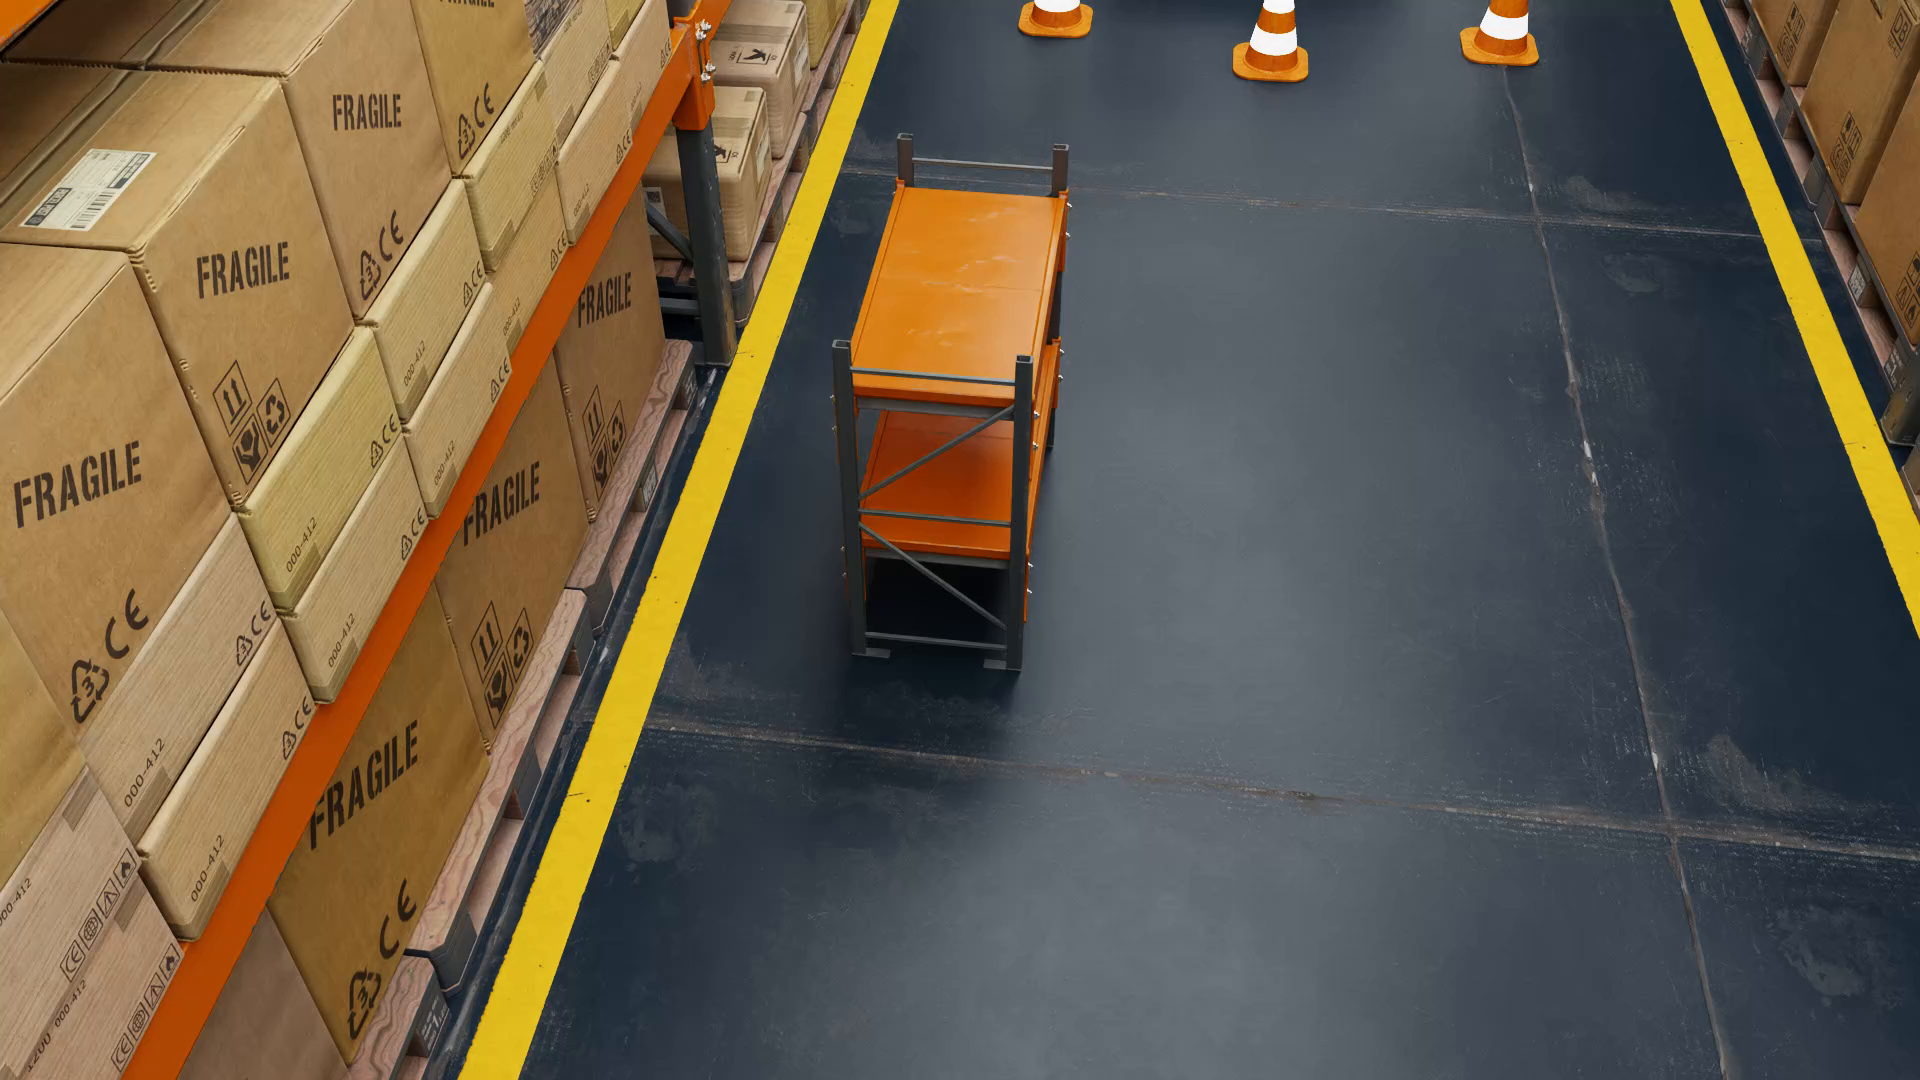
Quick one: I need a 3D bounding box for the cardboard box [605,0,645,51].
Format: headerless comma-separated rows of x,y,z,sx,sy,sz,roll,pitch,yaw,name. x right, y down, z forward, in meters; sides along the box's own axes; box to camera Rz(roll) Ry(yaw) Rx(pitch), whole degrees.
-1.114,-1.555,4.456,0.500,0.250,0.500,5,44,5,cardboard box

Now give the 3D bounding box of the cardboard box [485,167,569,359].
-1.246,-0.667,3.882,0.500,0.250,0.500,5,44,5,cardboard box

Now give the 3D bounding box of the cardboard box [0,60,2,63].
-1.873,-0.479,2.774,0.500,0.500,0.500,6,44,7,cardboard box

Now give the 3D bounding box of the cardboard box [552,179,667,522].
-1.475,-0.699,5.047,0.875,0.875,0.875,5,44,5,cardboard box

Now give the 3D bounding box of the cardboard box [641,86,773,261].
-1.217,-1.364,6.115,0.950,0.372,0.625,3,43,3,cardboard box

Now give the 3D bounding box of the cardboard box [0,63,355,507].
-1.379,-0.419,2.711,0.500,0.500,0.500,4,44,4,cardboard box

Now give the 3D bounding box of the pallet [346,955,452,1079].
-1.803,1.425,3.592,1.003,0.211,1.213,5,44,6,pallet

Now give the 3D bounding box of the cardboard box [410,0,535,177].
-1.243,-1.116,3.447,0.500,0.500,0.500,5,44,6,cardboard box

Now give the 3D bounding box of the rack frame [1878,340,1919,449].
3.618,-1.400,4.547,1.000,3.000,0.127,5,44,6,rack frame

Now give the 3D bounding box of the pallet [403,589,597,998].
-1.644,0.591,4.473,1.003,0.211,1.213,5,44,6,pallet

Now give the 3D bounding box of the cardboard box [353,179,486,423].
-1.294,-0.501,3.343,0.500,0.250,0.500,4,44,4,cardboard box

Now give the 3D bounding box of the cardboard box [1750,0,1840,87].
4.023,-2.374,6.906,1.050,0.750,0.750,5,44,6,cardboard box

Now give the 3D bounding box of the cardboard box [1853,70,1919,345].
3.788,-1.143,5.606,1.050,0.750,0.750,5,44,5,cardboard box

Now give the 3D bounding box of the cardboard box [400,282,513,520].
-1.285,-0.317,3.512,0.500,0.250,0.500,5,44,5,cardboard box

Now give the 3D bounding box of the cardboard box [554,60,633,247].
-1.163,-1.009,4.243,0.500,0.250,0.500,6,44,6,cardboard box

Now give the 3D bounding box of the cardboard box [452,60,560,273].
-1.225,-0.855,3.717,0.500,0.250,0.500,4,44,4,cardboard box

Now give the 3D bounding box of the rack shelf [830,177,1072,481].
-0.001,-0.616,4.657,0.538,0.278,1.000,5,44,6,rack shelf

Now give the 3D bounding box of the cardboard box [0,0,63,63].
-1.819,-0.833,3.148,0.500,0.500,0.500,6,44,6,cardboard box

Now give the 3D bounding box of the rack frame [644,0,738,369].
-1.302,-1.781,4.950,1.000,3.000,0.127,5,44,6,rack frame

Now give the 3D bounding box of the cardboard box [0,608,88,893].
-1.487,0.272,1.982,0.500,0.500,0.500,6,44,6,cardboard box

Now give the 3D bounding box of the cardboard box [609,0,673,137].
-1.111,-1.359,4.612,0.500,0.250,0.500,4,44,4,cardboard box

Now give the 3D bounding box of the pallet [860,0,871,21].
-0.874,-2.964,8.227,1.003,0.211,1.213,5,44,6,pallet

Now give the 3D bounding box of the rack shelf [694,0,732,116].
-1.037,-2.883,6.637,1.077,0.370,4.000,5,44,6,rack shelf

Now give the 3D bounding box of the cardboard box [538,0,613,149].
-1.178,-1.206,4.087,0.500,0.250,0.500,4,44,4,cardboard box

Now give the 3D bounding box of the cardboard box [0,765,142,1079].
-1.493,0.543,2.240,0.500,0.250,0.500,4,44,4,cardboard box

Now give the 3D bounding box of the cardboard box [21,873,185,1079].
-1.511,0.723,2.414,0.500,0.250,0.500,4,44,5,cardboard box

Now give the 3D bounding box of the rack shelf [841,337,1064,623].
-0.001,-0.226,5.027,0.538,0.278,1.000,5,44,6,rack shelf

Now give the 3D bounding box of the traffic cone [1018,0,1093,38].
0.451,-2.614,7.674,0.336,0.463,0.334,5,44,6,traffic cone

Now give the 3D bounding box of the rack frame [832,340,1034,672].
-0.068,-0.057,4.493,0.500,1.125,0.032,5,44,6,rack frame

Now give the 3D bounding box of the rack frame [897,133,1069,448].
0.066,-0.750,5.224,0.500,1.125,0.032,5,44,6,rack frame

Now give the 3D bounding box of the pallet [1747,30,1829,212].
3.961,-1.747,6.942,1.003,0.211,1.213,5,44,6,pallet

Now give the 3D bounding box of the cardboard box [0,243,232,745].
-1.447,-0.078,2.350,0.500,0.500,0.500,5,44,5,cardboard box

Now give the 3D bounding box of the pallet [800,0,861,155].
-1.033,-2.130,7.346,1.003,0.211,1.213,5,44,6,pallet

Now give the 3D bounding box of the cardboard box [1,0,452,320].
-1.317,-0.772,3.084,0.500,0.500,0.500,5,44,5,cardboard box

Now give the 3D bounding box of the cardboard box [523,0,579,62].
-1.170,-1.454,3.804,0.500,0.500,0.500,6,44,6,cardboard box

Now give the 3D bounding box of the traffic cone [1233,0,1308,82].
1.404,-2.325,7.369,0.336,0.463,0.334,5,44,6,traffic cone

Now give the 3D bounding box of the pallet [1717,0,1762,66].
4.120,-2.581,7.822,1.003,0.211,1.213,5,44,6,pallet

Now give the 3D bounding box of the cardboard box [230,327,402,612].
-1.358,-0.156,2.979,0.500,0.250,0.500,6,44,6,cardboard box

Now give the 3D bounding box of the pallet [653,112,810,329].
-1.197,-1.301,6.471,1.003,0.211,1.213,5,44,6,pallet

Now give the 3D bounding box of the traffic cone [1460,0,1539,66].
2.473,-2.429,7.478,0.336,0.463,0.334,5,44,6,traffic cone

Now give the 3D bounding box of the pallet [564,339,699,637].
-1.480,-0.238,5.348,1.003,0.211,1.213,5,44,6,pallet

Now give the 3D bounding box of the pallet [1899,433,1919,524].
3.514,0.145,4.944,1.003,0.211,1.213,5,44,6,pallet

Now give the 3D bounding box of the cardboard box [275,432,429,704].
-1.360,0.023,3.154,0.500,0.250,0.500,5,44,5,cardboard box

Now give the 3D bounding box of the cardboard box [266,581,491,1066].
-1.716,0.518,3.762,0.875,0.875,0.875,6,44,7,cardboard box

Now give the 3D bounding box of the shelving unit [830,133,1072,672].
-0.001,-0.404,4.858,0.538,1.125,1.048,5,44,6,shelving unit

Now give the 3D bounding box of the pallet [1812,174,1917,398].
3.797,-0.918,6.066,1.003,0.211,1.213,5,44,6,pallet

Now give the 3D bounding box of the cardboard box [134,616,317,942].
-1.444,0.370,2.786,0.500,0.250,0.500,4,44,4,cardboard box

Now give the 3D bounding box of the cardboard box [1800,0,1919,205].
3.900,-1.739,6.236,1.050,0.750,0.750,6,44,6,cardboard box

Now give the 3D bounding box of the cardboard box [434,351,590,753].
-1.597,-0.092,4.405,0.875,0.875,0.875,6,44,6,cardboard box

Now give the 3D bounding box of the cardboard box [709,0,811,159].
-1.127,-1.867,6.646,0.950,0.372,0.625,4,44,5,cardboard box

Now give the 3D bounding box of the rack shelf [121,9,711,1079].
-1.566,-0.157,3.758,1.077,0.370,4.000,5,44,6,rack shelf

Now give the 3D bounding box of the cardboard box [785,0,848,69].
-1.021,-2.384,7.192,0.950,0.372,0.625,7,44,7,cardboard box

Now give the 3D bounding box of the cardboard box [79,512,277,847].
-1.452,0.185,2.618,0.500,0.250,0.500,6,44,6,cardboard box

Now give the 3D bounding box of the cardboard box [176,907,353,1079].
-1.828,1.134,3.111,0.875,0.875,0.875,6,44,7,cardboard box
